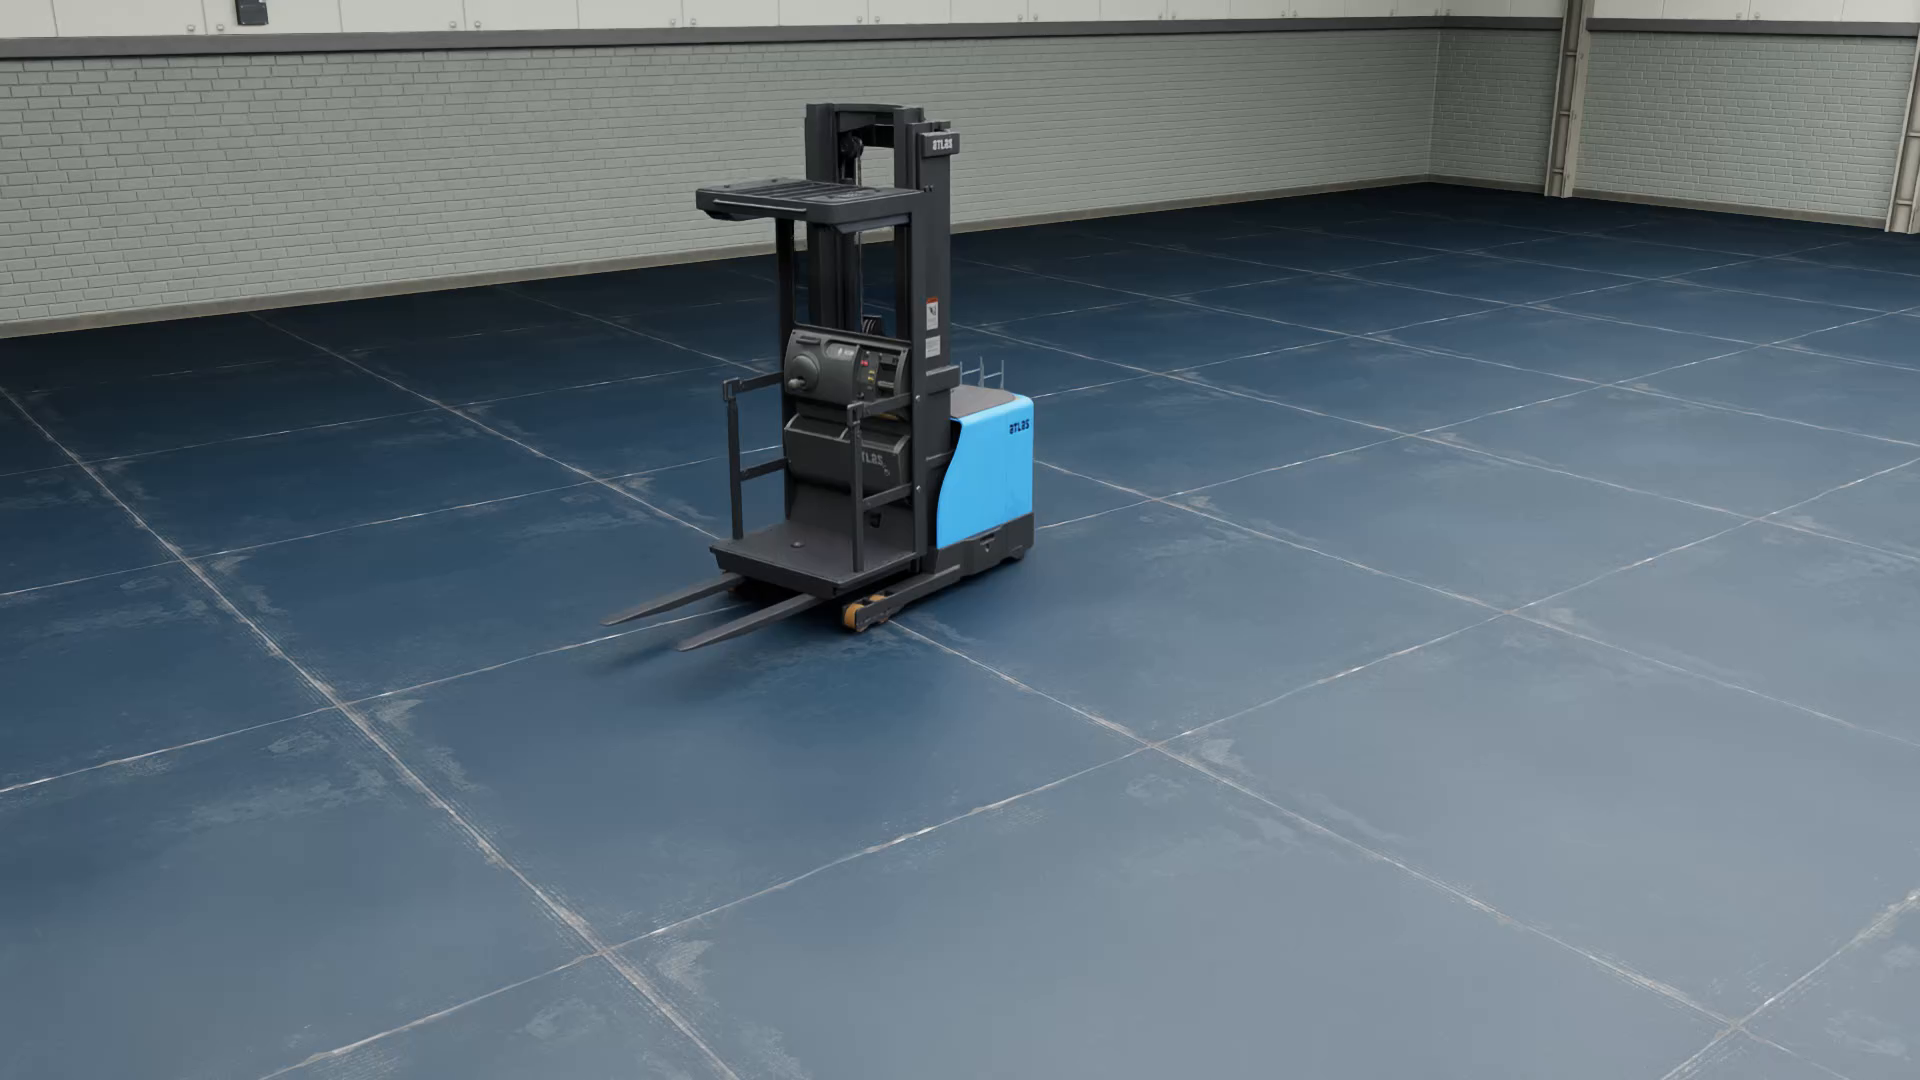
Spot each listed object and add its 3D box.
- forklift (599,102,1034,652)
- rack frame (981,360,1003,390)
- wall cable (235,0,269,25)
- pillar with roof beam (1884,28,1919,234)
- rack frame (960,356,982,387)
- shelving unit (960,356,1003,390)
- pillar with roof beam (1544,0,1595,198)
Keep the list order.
[{"bbox_3d":[-0.816,-1.028,9.804,1.130,2.935,3.031,14,23,36],"label":"forklift"},{"bbox_3d":[0.217,-0.616,11.314,0.006,1.200,0.240,14,23,36],"label":"rack frame"},{"bbox_3d":[-7.142,-8.833,18.312,2.305,6.003,0.169,-14,23,-36],"label":"wall cable"},{"bbox_3d":[11.242,-8.215,21.855,9.100,9.000,0.400,-14,23,-36],"label":"pillar with roof beam"},{"bbox_3d":[0.073,-0.652,11.421,0.006,1.200,0.240,14,23,36],"label":"rack frame"},{"bbox_3d":[0.145,-0.634,11.367,0.189,1.200,0.258,14,23,36],"label":"shelving unit"},{"bbox_3d":[7.517,-9.693,26.320,9.100,9.000,0.400,-14,23,-36],"label":"pillar with roof beam"}]
